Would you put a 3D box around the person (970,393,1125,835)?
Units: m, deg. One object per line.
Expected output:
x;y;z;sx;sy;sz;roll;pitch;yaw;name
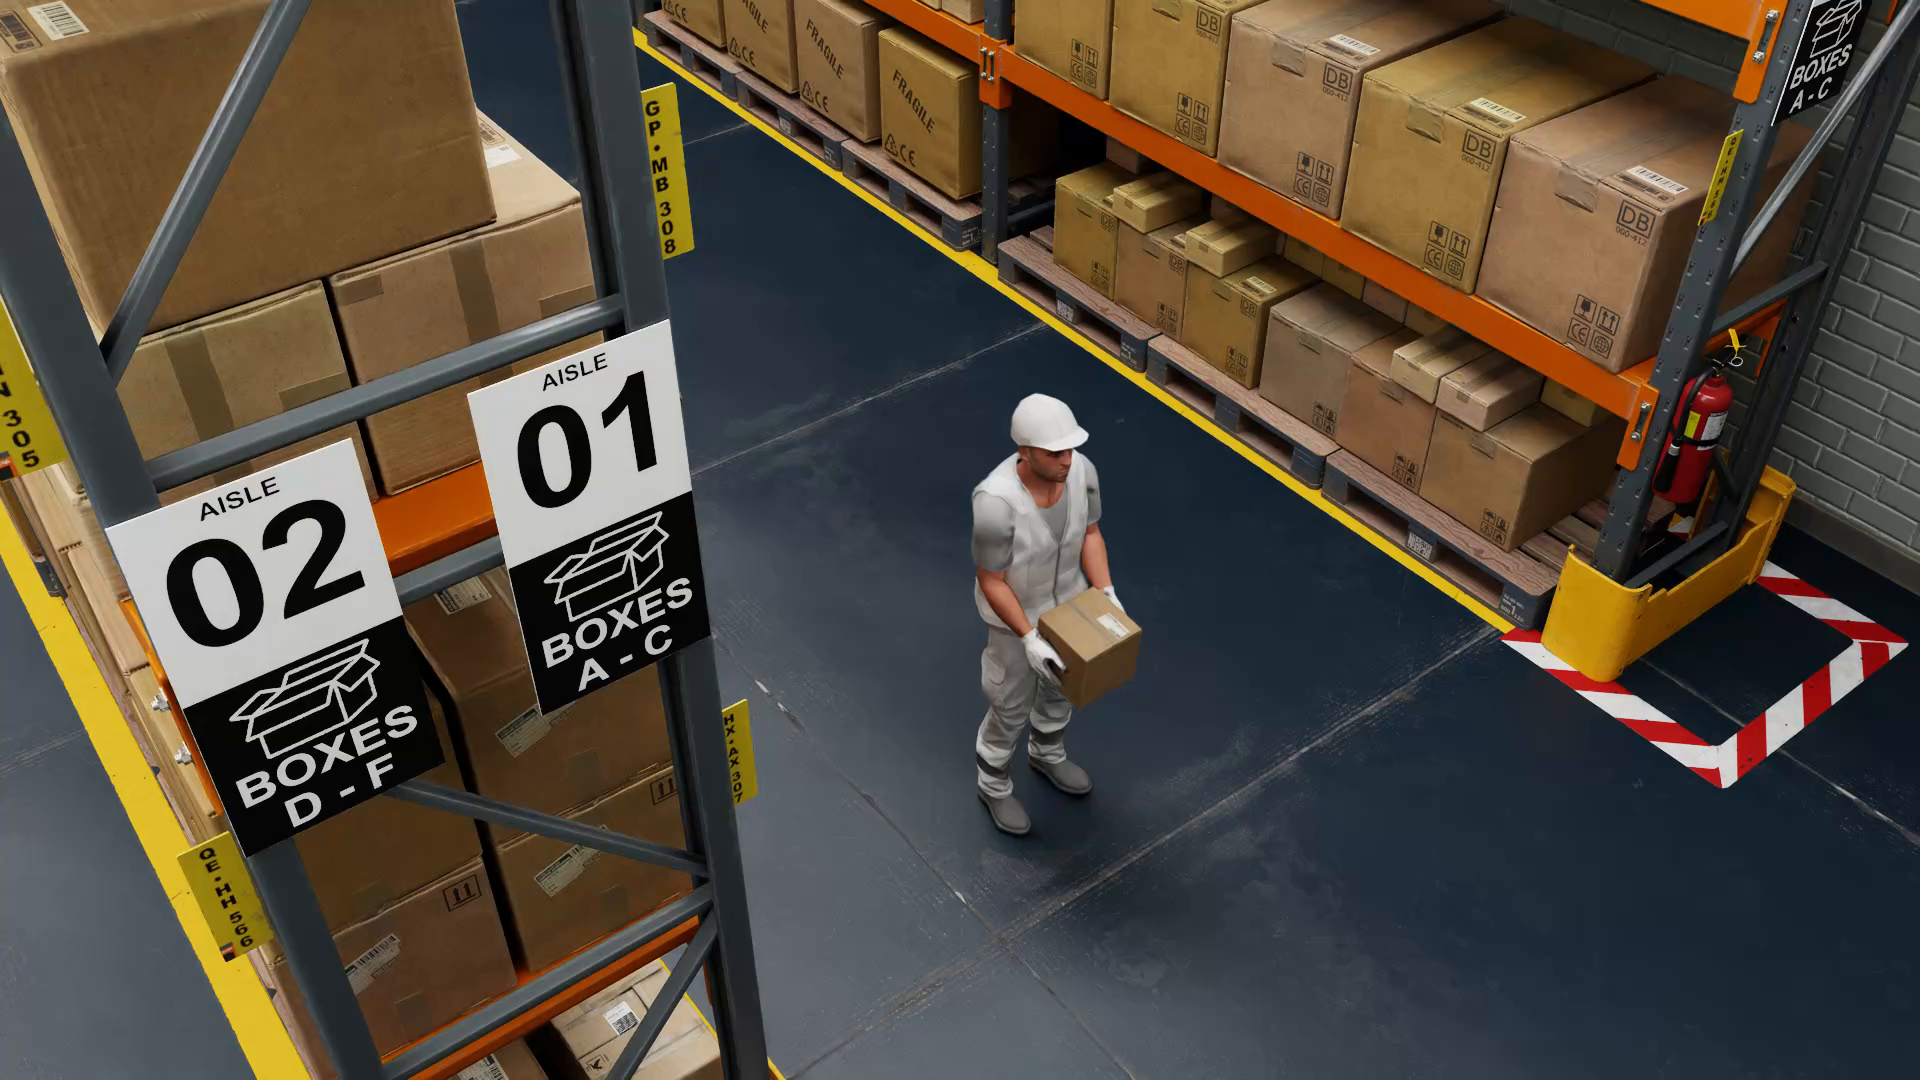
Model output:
0.308;0.276;5.804;0.529;1.794;0.498;-27;47;-28;person
